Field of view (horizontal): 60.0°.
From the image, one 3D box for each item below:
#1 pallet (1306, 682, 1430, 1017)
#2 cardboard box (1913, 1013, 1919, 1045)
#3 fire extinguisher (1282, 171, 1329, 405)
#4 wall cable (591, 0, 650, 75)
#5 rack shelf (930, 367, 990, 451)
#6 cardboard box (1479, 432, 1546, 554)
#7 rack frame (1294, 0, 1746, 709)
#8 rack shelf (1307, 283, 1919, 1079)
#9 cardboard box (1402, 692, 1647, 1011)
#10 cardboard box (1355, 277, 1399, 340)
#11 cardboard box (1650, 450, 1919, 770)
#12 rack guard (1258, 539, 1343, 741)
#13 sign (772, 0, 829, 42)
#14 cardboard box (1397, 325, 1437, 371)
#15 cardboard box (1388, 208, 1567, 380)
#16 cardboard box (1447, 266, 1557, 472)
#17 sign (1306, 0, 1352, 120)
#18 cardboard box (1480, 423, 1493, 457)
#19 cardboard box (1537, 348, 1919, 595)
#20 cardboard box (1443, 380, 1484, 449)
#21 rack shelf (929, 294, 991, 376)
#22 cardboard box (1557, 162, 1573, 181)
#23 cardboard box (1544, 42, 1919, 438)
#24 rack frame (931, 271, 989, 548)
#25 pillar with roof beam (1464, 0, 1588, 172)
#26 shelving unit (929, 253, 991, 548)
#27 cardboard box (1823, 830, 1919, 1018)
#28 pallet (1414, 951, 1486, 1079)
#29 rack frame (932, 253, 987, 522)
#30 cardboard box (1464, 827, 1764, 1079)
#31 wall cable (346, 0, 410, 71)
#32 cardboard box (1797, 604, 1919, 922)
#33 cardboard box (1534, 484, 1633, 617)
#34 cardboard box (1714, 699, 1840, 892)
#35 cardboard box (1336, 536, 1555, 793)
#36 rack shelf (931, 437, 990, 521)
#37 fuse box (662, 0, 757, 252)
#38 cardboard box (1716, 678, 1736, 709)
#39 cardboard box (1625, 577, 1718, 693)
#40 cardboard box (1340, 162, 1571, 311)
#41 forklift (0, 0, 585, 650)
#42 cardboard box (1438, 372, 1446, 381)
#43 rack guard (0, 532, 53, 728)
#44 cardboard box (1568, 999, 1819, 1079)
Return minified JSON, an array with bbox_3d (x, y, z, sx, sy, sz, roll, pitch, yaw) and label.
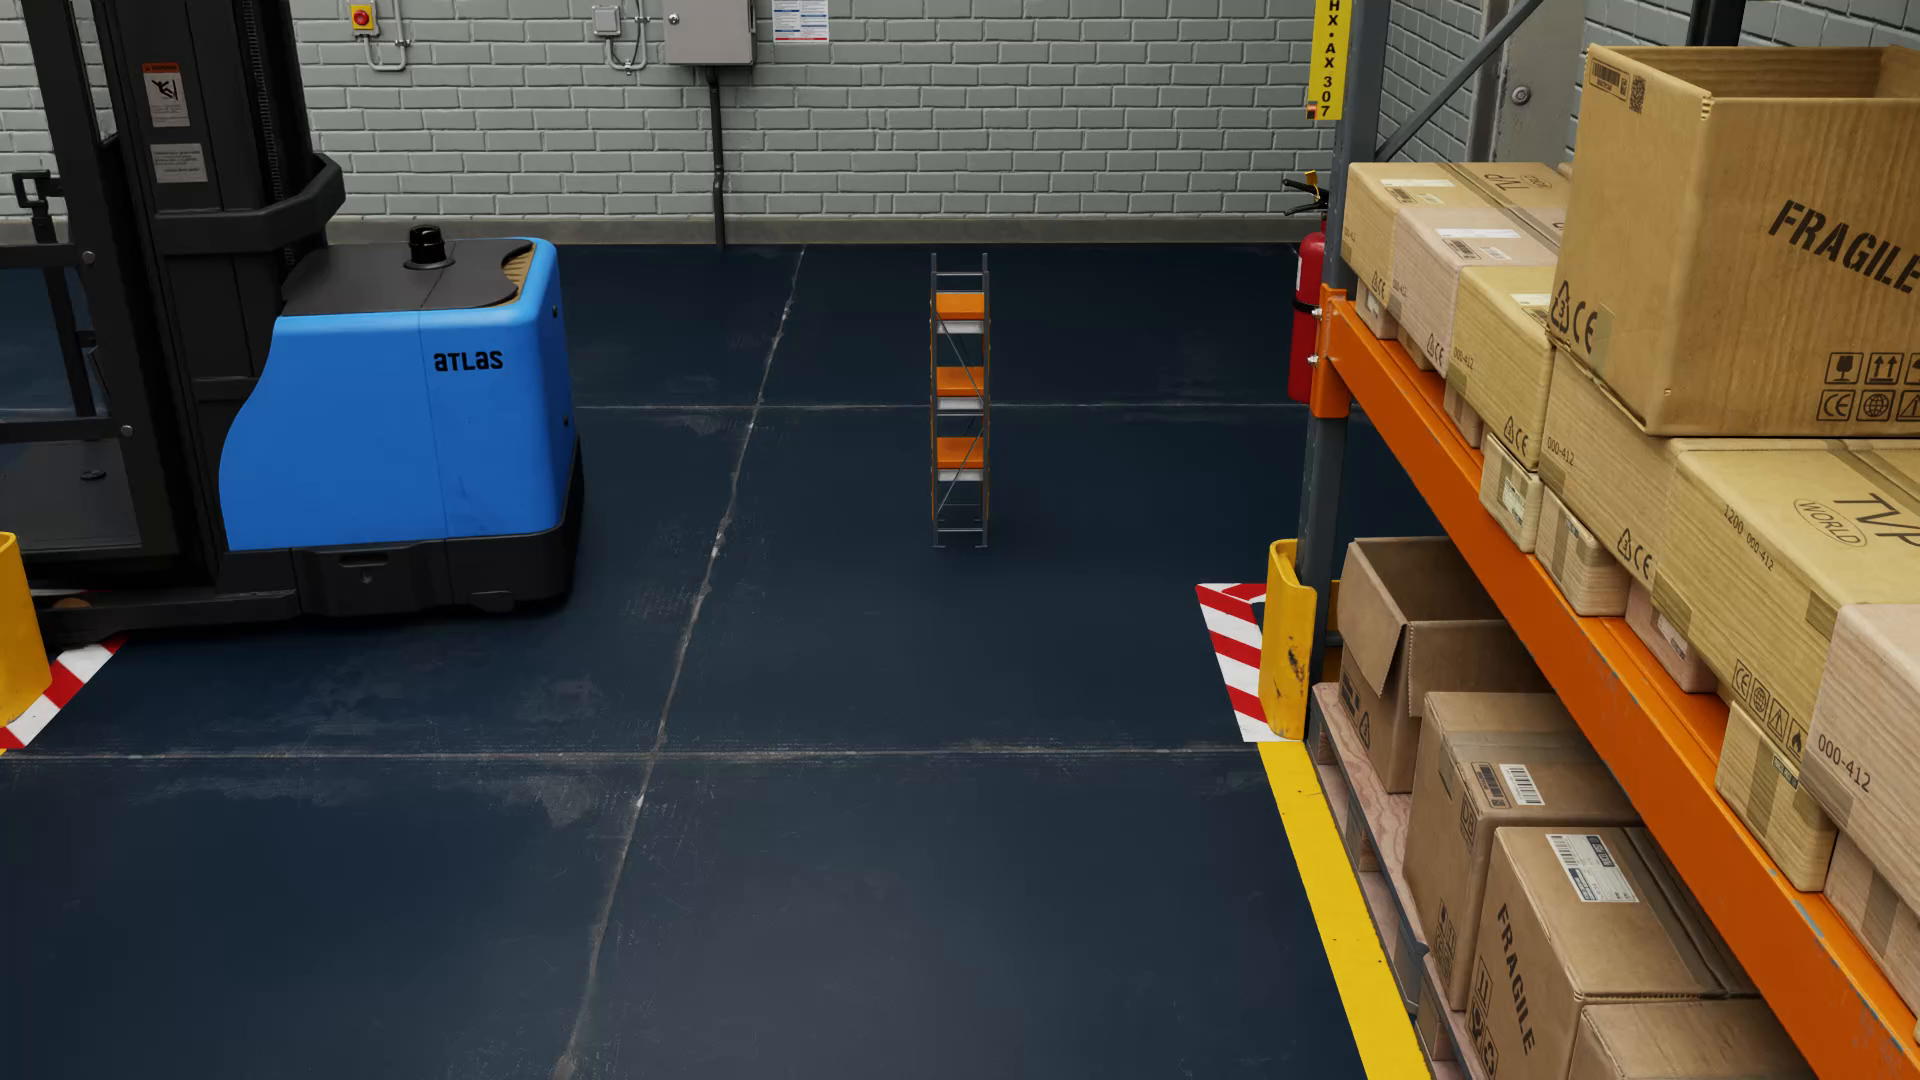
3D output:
[{"bbox_3d":[1.526,0.754,4.328,1.003,0.211,1.213,0,24,-1],"label":"pallet"},{"bbox_3d":[1.251,0.541,1.718,0.380,0.149,0.250,0,24,1],"label":"cardboard box"},{"bbox_3d":[1.051,-0.730,4.771,0.296,0.674,0.183,0,24,-1],"label":"fire extinguisher"},{"bbox_3d":[-2.115,-3.650,9.448,0.588,1.984,0.122,0,24,-1],"label":"wall cable"},{"bbox_3d":[-0.001,-0.491,6.087,0.215,0.259,0.240,0,24,-1],"label":"rack shelf"},{"bbox_3d":[1.209,-0.095,3.124,0.380,0.149,0.250,-1,24,-2],"label":"cardboard box"},{"bbox_3d":[1.515,-0.877,4.549,1.000,3.000,0.127,0,24,-1],"label":"rack frame"},{"bbox_3d":[1.537,0.275,2.875,1.077,0.370,4.000,0,24,-1],"label":"rack shelf"},{"bbox_3d":[1.398,0.676,3.640,0.700,0.500,0.500,1,24,2],"label":"cardboard box"},{"bbox_3d":[1.244,-0.626,4.298,0.380,0.149,0.250,0,24,-1],"label":"cardboard box"},{"bbox_3d":[1.297,0.084,2.246,0.500,0.250,0.500,0,24,-1],"label":"cardboard box"},{"bbox_3d":[1.516,0.293,4.995,1.175,0.500,0.348,0,24,-1],"label":"rack guard"},{"bbox_3d":[-0.939,-3.170,9.734,0.329,0.494,0.001,0,24,-1],"label":"sign"},{"bbox_3d":[1.294,-0.521,4.067,0.380,0.149,0.250,0,24,1],"label":"cardboard box"},{"bbox_3d":[1.256,-0.548,3.643,0.500,0.250,0.500,0,24,0],"label":"cardboard box"},{"bbox_3d":[1.265,-0.339,3.181,0.500,0.250,0.500,-1,24,-2],"label":"cardboard box"},{"bbox_3d":[0.973,-1.269,4.365,0.100,0.325,0.005,0,24,-1],"label":"sign"},{"bbox_3d":[1.281,-0.199,3.355,0.380,0.149,0.250,0,24,0],"label":"cardboard box"},{"bbox_3d":[1.292,-0.129,2.715,0.500,0.250,0.500,-1,24,-2],"label":"cardboard box"},{"bbox_3d":[1.273,-0.309,3.597,0.380,0.149,0.250,0,24,1],"label":"cardboard box"},{"bbox_3d":[-0.001,-0.749,5.970,0.215,0.259,0.240,0,24,-1],"label":"rack shelf"},{"bbox_3d":[1.786,-0.756,4.102,0.500,0.250,0.500,0,24,1],"label":"cardboard box"},{"bbox_3d":[1.267,-0.479,2.581,0.500,0.500,0.500,0,24,1],"label":"cardboard box"},{"bbox_3d":[0.001,-0.450,5.971,0.200,1.050,0.008,0,24,-1],"label":"rack frame"},{"bbox_3d":[-1.918,-4.706,5.735,9.100,9.000,0.400,0,24,-1],"label":"pillar with roof beam"},{"bbox_3d":[-0.001,-0.500,6.082,0.215,1.050,0.252,0,24,-1],"label":"shelving unit"},{"bbox_3d":[1.276,0.433,1.957,0.380,0.149,0.250,0,24,1],"label":"cardboard box"},{"bbox_3d":[1.536,1.255,3.219,1.003,0.211,1.213,0,24,-1],"label":"pallet"},{"bbox_3d":[-0.002,-0.551,6.194,0.200,1.050,0.008,0,24,-1],"label":"rack frame"},{"bbox_3d":[1.303,0.894,3.157,0.500,0.500,0.500,0,24,0],"label":"cardboard box"},{"bbox_3d":[-3.533,-3.654,9.417,0.585,1.953,0.123,0,24,-1],"label":"wall cable"},{"bbox_3d":[1.289,0.289,1.792,0.500,0.250,0.500,0,24,0],"label":"cardboard box"},{"bbox_3d":[1.232,0.014,2.884,0.380,0.149,0.250,0,24,1],"label":"cardboard box"},{"bbox_3d":[1.245,0.328,2.189,0.380,0.149,0.250,-1,24,-1],"label":"cardboard box"},{"bbox_3d":[1.427,0.322,4.418,0.797,0.503,0.637,-1,24,-3],"label":"cardboard box"},{"bbox_3d":[-0.001,-0.238,6.201,0.215,0.259,0.240,0,24,-1],"label":"rack shelf"},{"bbox_3d":[-1.431,-2.539,9.787,0.539,1.711,0.414,0,24,-1],"label":"fuse box"},{"bbox_3d":[1.354,0.221,2.426,0.380,0.149,0.250,0,24,0],"label":"cardboard box"},{"bbox_3d":[1.304,0.120,2.650,0.380,0.149,0.250,0,24,-1],"label":"cardboard box"},{"bbox_3d":[1.251,-0.756,4.102,0.500,0.250,0.500,0,24,0],"label":"cardboard box"},{"bbox_3d":[-2.903,-1.197,5.339,3.031,2.935,1.130,-4,25,-8],"label":"forklift"},{"bbox_3d":[1.331,-0.413,3.828,0.380,0.149,0.250,-1,24,-1],"label":"cardboard box"},{"bbox_3d":[-3.448,0.276,5.033,1.175,0.500,0.348,0,24,-1],"label":"rack guard"},{"bbox_3d":[1.409,1.103,2.694,0.700,0.500,0.500,-1,24,-3],"label":"cardboard box"}]
